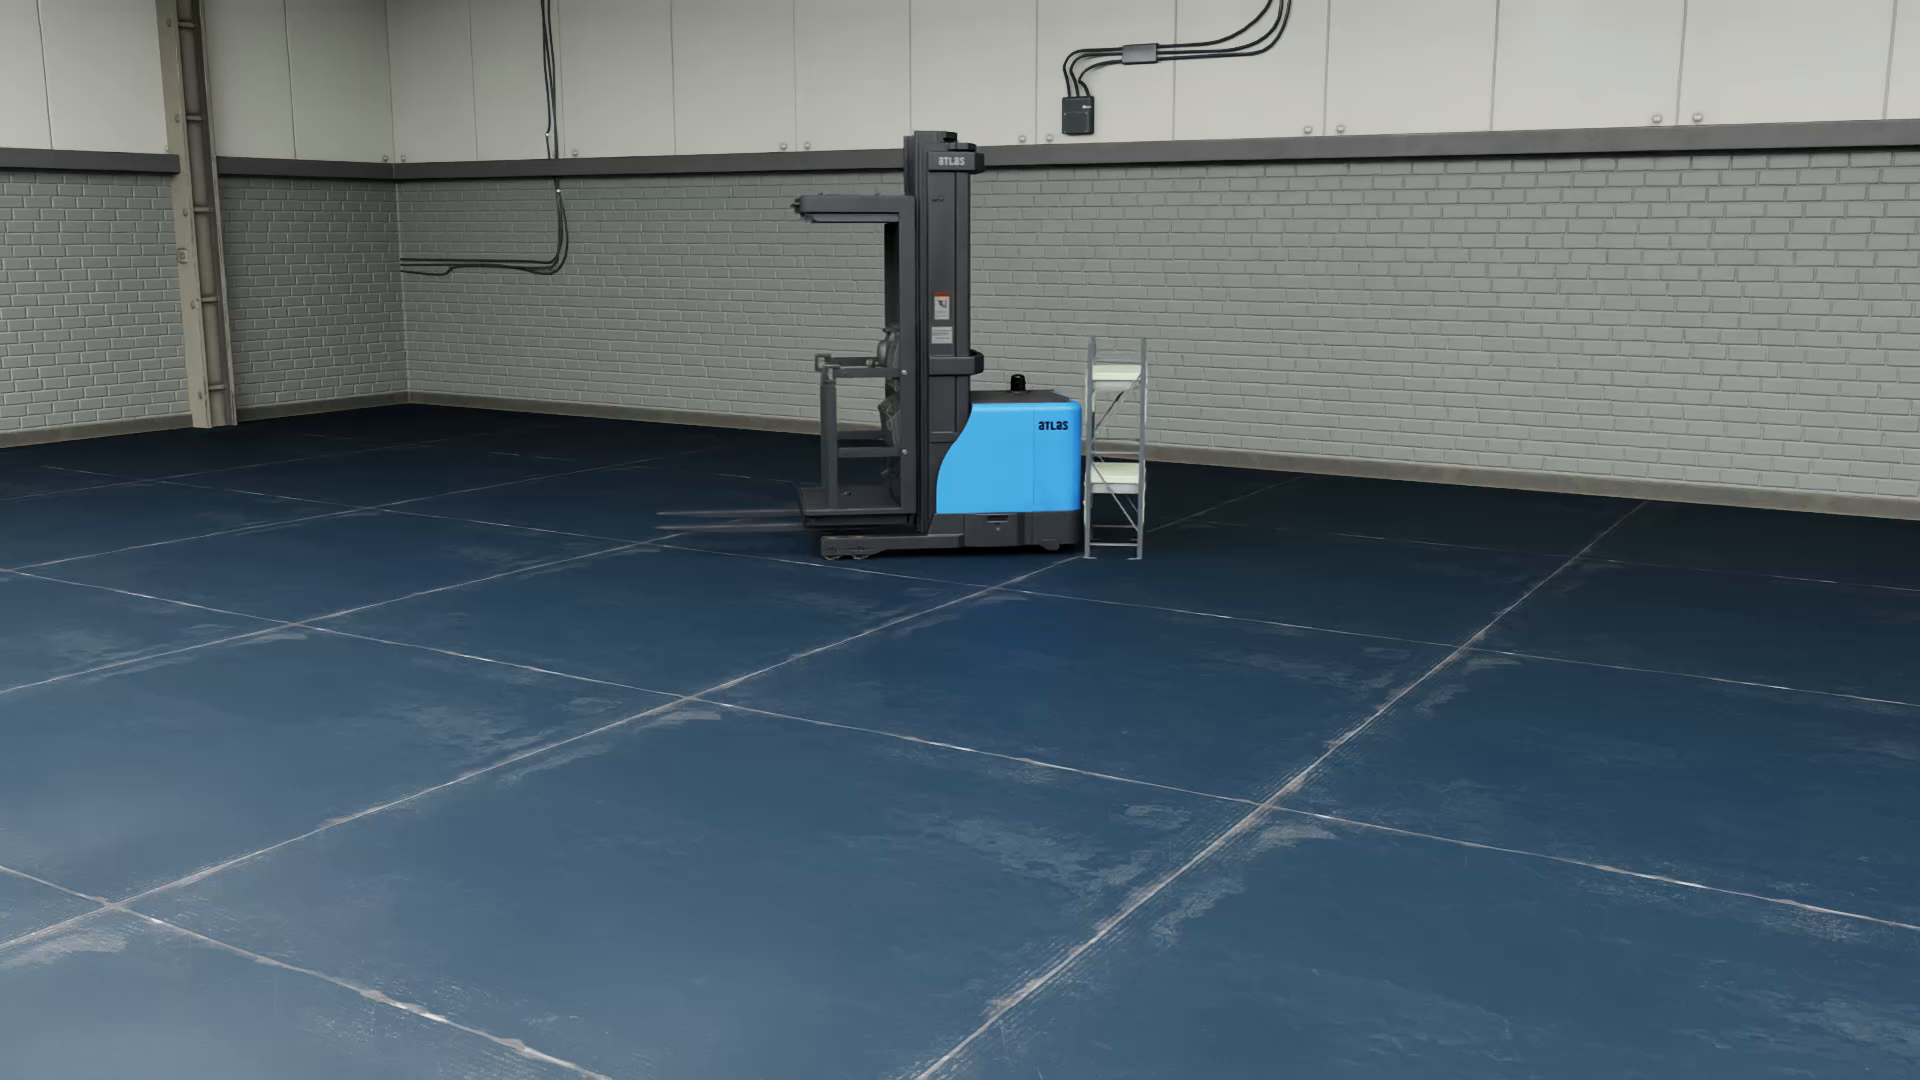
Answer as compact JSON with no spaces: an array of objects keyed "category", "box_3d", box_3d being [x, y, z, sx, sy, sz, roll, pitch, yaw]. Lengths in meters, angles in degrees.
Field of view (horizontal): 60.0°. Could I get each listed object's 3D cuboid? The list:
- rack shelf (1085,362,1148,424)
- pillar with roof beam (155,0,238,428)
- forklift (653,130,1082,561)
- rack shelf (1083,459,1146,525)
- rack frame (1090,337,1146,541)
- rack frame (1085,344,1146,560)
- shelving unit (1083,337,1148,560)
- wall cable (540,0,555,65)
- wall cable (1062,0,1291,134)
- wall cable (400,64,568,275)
[{"category":"rack shelf","box_3d":[1.115,-1.054,11.805,0.431,0.370,0.720,1,11,6]},{"category":"pillar with roof beam","box_3d":[-5.077,-5.354,16.511,9.100,9.000,0.400,6,12,31]},{"category":"forklift","box_3d":[-0.685,-1.401,11.887,3.031,2.935,1.130,-1,11,-8]},{"category":"rack shelf","box_3d":[1.115,-0.350,11.937,0.431,0.370,0.720,1,11,6]},{"category":"rack frame","box_3d":[1.155,-0.738,12.235,0.400,1.500,0.023,1,11,6]},{"category":"rack frame","box_3d":[1.075,-0.604,11.520,0.400,1.500,0.023,1,11,6]},{"category":"shelving unit","box_3d":[1.115,-0.671,11.877,0.431,1.500,0.755,1,11,6]},{"category":"wall cable","box_3d":[-3.784,-6.800,18.949,3.097,2.526,0.112,6,12,31]},{"category":"wall cable","box_3d":[2.009,-6.864,15.337,2.305,6.003,0.169,6,12,31]},{"category":"wall cable","box_3d":[-6.096,-4.576,20.794,3.097,2.526,0.112,6,12,31]}]
